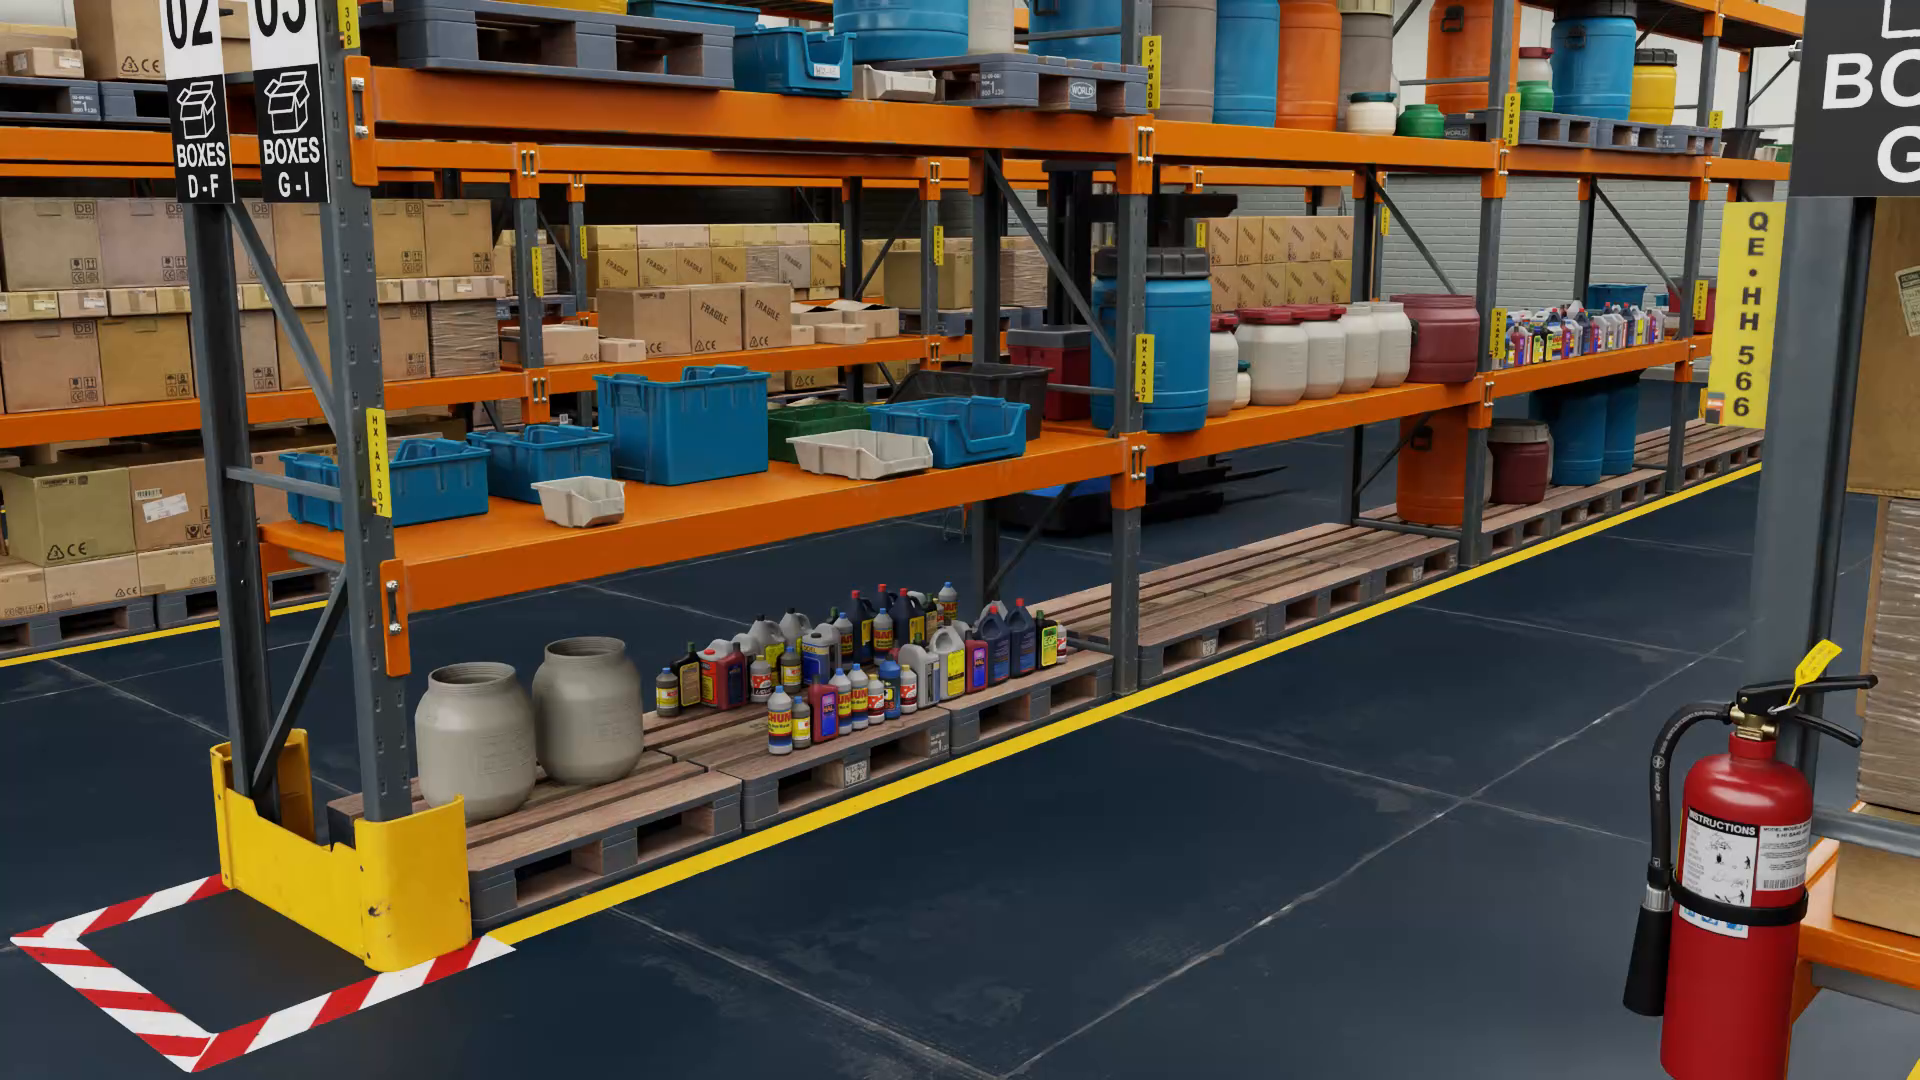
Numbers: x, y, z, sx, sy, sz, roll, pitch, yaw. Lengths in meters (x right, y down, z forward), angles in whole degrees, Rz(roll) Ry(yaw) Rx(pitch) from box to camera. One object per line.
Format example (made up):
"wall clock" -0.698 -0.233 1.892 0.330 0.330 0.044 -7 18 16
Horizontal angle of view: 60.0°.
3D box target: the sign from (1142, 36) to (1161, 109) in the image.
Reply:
"sign" 0.883 -2.161 7.690 0.100 0.325 0.005 10 15 40

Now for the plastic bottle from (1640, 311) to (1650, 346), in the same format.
"plastic bottle" 5.500 -1.721 13.485 0.152 0.276 0.135 10 15 40

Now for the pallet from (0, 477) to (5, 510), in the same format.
"pallet" -8.187 -0.388 13.615 1.003 0.211 1.213 10 15 40

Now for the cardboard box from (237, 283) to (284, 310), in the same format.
"cardboard box" -4.272 -1.473 10.014 0.380 0.149 0.250 10 15 42

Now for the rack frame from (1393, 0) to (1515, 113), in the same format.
"rack frame" 3.118 -4.289 10.708 1.000 3.000 0.127 10 15 40

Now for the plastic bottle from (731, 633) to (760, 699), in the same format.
"plastic bottle" -1.002 0.569 7.533 0.152 0.276 0.135 9 15 39

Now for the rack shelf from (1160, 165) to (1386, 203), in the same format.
"rack shelf" 3.360 -3.989 18.701 1.077 0.370 4.000 10 15 40

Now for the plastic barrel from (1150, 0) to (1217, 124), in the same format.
"plastic barrel" 1.082 -2.674 9.003 0.600 0.901 0.600 0 11 0

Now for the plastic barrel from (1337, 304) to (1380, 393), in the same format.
"plastic barrel" 2.321 -1.161 10.078 0.421 0.512 0.421 0 11 0

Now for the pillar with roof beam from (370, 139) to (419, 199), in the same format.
"pillar with roof beam" -2.598 -4.933 13.937 9.100 9.000 0.400 10 15 40

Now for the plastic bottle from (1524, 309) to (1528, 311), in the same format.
"plastic bottle" 4.609 -1.749 13.605 0.061 0.283 0.133 10 15 40

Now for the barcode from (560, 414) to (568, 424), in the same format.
"barcode" -2.760 -0.844 11.584 0.001 0.075 0.075 10 15 40

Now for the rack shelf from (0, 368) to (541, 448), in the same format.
"rack shelf" -4.561 -0.752 10.155 1.077 0.370 4.000 10 15 40

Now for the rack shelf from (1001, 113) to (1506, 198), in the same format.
"rack shelf" 1.797 -2.171 9.599 1.077 0.370 4.000 10 15 40

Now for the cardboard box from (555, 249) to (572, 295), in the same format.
"cardboard box" -4.210 -2.936 18.186 0.500 0.500 0.500 10 15 41

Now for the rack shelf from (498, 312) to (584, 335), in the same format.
"rack shelf" -5.644 -1.981 16.306 1.077 0.370 4.000 10 15 40

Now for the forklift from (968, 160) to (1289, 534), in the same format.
"forklift" 1.481 -1.702 13.250 3.031 2.935 1.130 -10 15 -41

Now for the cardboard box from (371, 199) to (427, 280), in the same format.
"cardboard box" -3.862 -1.944 10.717 0.700 0.500 0.500 10 15 40

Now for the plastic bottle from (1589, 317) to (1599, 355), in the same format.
"plastic bottle" 4.806 -1.556 12.643 0.061 0.283 0.133 10 15 40

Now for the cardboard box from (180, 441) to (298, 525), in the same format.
"cardboard box" -4.368 -0.306 10.121 0.500 0.500 0.500 10 15 40

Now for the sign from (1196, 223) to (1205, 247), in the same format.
"sign" 2.459 -3.073 16.981 0.100 0.325 0.005 10 15 40

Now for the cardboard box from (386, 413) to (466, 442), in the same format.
"cardboard box" -3.782 -0.597 11.574 0.500 0.500 0.500 10 15 40

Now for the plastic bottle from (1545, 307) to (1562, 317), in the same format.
"plastic bottle" 4.925 -1.802 13.890 0.152 0.276 0.135 10 15 40

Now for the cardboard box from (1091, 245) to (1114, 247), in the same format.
"cardboard box" 1.559 -2.790 17.196 0.700 0.500 0.500 4 12 21

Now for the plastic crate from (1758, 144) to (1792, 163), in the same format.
"plastic crate" 7.962 -3.709 16.004 0.450 0.188 0.336 10 15 40

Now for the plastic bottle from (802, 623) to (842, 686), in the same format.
"plastic bottle" -0.645 0.533 7.717 0.152 0.276 0.135 10 15 40

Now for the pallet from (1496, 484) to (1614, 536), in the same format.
"pallet" 4.412 -0.279 13.071 1.003 0.211 1.213 10 15 40

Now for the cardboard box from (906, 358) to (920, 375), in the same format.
"cardboard box" -0.779 -2.367 21.711 0.700 0.500 0.500 10 15 40

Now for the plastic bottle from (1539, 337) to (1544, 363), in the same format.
"plastic bottle" 4.137 -1.372 11.931 0.097 0.201 0.097 0 11 0

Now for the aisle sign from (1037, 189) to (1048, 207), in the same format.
"aisle sign" 1.229 -5.051 23.206 0.394 0.787 0.004 10 15 40

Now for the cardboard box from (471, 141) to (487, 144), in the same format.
"cardboard box" -4.597 -3.924 16.716 0.500 0.311 0.500 10 15 40

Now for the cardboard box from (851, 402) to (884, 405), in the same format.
"cardboard box" -0.762 -1.011 14.133 0.500 0.311 0.500 10 15 42

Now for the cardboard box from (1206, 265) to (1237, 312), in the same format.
"cardboard box" 2.581 -2.665 17.640 0.500 0.500 0.500 10 15 42

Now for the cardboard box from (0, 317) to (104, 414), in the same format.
"cardboard box" -5.221 -1.005 9.327 0.700 0.500 0.500 10 15 42

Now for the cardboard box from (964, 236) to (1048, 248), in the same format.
"cardboard box" 0.627 -3.875 23.190 0.980 0.700 0.700 11 16 43

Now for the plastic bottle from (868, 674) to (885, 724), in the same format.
"plastic bottle" -0.375 0.681 7.166 0.097 0.201 0.097 0 11 0

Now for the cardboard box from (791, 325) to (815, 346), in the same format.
"cardboard box" -1.400 -1.670 13.553 0.250 0.149 0.380 -11 16 -43

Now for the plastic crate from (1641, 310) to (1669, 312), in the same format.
"plastic crate" 6.295 -2.029 15.261 0.437 0.125 0.590 10 15 40

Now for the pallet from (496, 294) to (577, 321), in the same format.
"pallet" -4.715 -2.415 17.133 1.213 0.211 1.003 10 15 40

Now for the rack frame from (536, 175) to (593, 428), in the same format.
"rack frame" -4.324 -2.628 17.709 1.000 3.000 0.127 10 15 40

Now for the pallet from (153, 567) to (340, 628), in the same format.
"pallet" -4.603 0.260 10.370 1.003 0.211 1.213 10 15 40

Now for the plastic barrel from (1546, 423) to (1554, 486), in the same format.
"plastic barrel" 4.479 -0.668 13.175 0.421 0.512 0.421 0 11 0

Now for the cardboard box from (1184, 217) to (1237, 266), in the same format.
"cardboard box" 2.562 -3.148 17.508 0.500 0.500 0.500 10 15 42

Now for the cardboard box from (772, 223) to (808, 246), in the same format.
"cardboard box" -2.145 -3.613 19.661 0.500 0.250 0.500 10 15 42

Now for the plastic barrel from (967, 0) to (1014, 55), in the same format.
"plastic barrel" 0.045 -2.452 7.813 0.421 0.512 0.421 0 11 0

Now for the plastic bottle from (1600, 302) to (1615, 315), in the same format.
"plastic bottle" 5.167 -1.725 13.315 0.144 0.351 0.185 10 15 40

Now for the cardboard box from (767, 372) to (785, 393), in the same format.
"cardboard box" -2.600 -2.124 19.605 0.750 0.750 0.750 10 15 42

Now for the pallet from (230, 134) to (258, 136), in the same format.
"pallet" -6.477 -3.495 14.872 1.213 0.211 1.003 10 15 40

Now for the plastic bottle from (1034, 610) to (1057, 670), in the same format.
"plastic bottle" 0.407 0.472 8.004 0.061 0.283 0.133 11 16 43

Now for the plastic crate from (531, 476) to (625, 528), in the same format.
"plastic crate" -1.331 -0.130 5.879 0.298 0.136 0.250 10 15 40

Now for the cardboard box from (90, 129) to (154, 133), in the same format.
"cardboard box" -7.114 -3.462 13.923 0.500 0.500 0.500 10 15 42

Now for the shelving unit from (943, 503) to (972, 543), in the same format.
"shelving unit" 0.035 -0.523 12.148 0.215 1.050 0.252 10 15 40

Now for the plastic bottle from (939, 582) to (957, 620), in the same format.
"plastic bottle" -0.062 0.354 8.622 0.097 0.271 0.097 0 11 0

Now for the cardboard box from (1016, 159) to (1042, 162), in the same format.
"cardboard box" 0.342 -3.728 15.303 0.910 0.500 0.500 10 15 40
